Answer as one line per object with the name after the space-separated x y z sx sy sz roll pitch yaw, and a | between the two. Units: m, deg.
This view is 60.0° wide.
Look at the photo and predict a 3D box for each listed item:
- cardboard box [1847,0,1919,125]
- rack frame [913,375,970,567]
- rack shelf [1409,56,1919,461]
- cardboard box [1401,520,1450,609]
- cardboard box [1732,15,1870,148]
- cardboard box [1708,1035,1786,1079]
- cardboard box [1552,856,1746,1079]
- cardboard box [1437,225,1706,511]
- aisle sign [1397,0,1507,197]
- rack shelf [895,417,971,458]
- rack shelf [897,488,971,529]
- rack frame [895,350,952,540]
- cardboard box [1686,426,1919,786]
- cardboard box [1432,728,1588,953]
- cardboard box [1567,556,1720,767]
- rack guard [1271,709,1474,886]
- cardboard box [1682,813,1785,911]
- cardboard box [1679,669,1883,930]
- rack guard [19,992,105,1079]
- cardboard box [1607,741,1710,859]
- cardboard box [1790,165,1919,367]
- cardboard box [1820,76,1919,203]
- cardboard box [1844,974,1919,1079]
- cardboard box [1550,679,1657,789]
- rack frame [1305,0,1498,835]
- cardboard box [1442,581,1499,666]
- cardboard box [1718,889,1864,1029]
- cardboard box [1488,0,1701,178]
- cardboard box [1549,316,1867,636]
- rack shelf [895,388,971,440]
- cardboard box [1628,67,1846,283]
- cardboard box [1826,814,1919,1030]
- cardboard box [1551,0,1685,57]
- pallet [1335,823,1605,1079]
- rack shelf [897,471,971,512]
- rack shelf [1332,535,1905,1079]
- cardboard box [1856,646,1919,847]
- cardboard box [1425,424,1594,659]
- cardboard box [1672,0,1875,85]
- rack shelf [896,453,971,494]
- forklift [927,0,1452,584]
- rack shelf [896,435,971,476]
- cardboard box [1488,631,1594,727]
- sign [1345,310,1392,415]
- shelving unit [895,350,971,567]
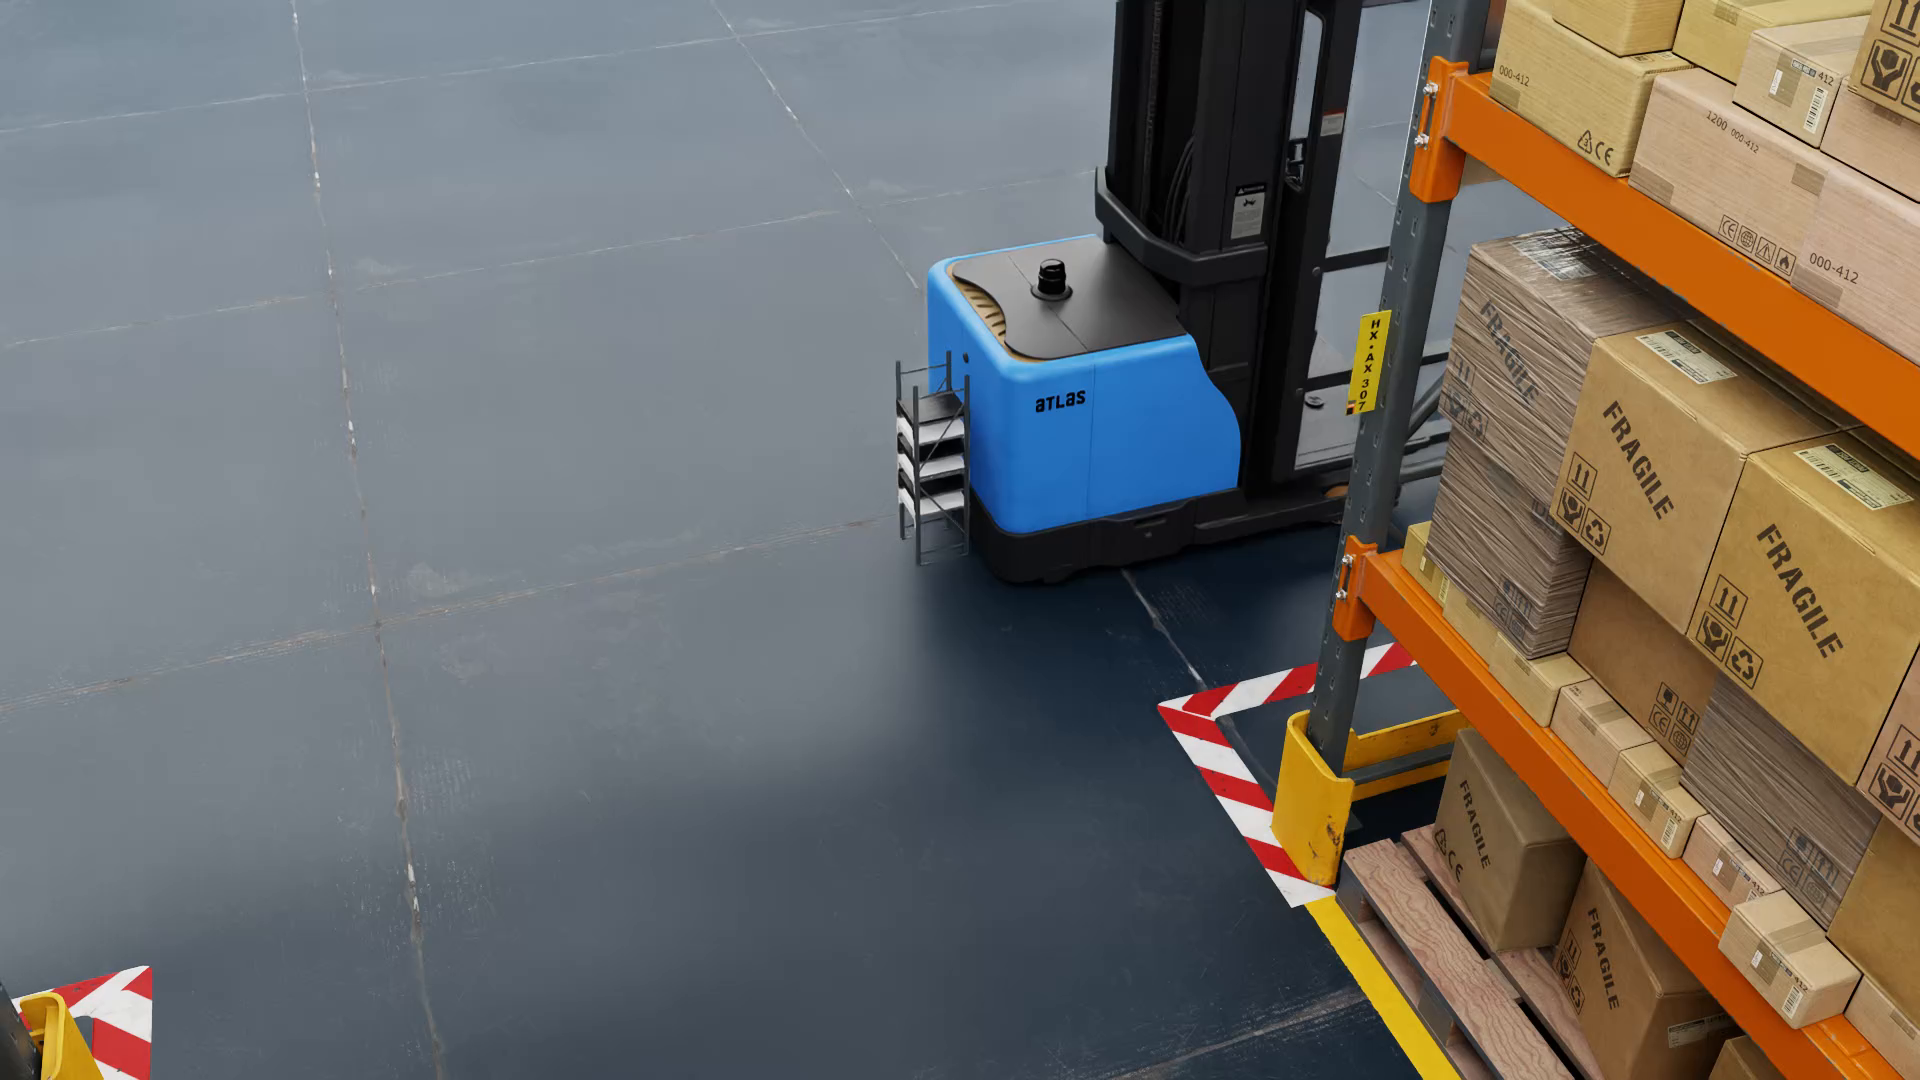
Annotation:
1.923 -0.928 2.749 0.500 0.500 0.500 -13 39 -16 | cardboard box
-0.074 -0.273 6.864 0.240 0.900 0.006 -13 39 -17 | rack frame
2.354 -0.047 2.924 1.077 0.370 4.000 -12 39 -16 | rack shelf
1.540 0.045 4.906 0.380 0.149 0.250 -12 39 -16 | cardboard box
1.771 -0.907 3.262 0.380 0.149 0.250 -11 38 -14 | cardboard box
2.300 1.609 4.349 0.500 0.500 0.500 -9 38 -12 | cardboard box
2.103 1.252 4.823 0.500 0.500 0.500 -3 37 -4 | cardboard box
1.599 -0.457 4.202 0.500 0.500 0.500 -12 39 -16 | cardboard box
1.363 -1.277 4.291 0.394 0.787 0.004 -12 39 -16 | aisle sign
-0.111 -0.447 6.851 0.258 0.077 0.200 -13 39 -17 | rack shelf
-0.111 -0.159 7.068 0.258 0.077 0.200 -13 39 -17 | rack shelf
-0.148 -0.387 7.015 0.240 0.900 0.006 -13 39 -17 | rack frame
1.938 0.109 3.450 0.500 0.500 0.500 -12 39 -16 | cardboard box
1.865 0.921 5.262 0.500 0.500 0.500 -6 37 -7 | cardboard box
2.114 0.150 4.228 0.875 0.500 0.500 -12 39 -16 | cardboard box
1.692 0.776 5.805 1.175 0.500 0.348 -12 39 -16 | rack guard
1.976 0.750 3.970 0.380 0.149 0.250 -12 39 -16 | cardboard box
2.245 0.441 3.841 0.875 0.500 0.500 -12 39 -16 | cardboard box
-3.034 1.689 4.592 1.175 0.500 0.348 -12 39 -16 | rack guard
1.865 0.614 4.150 0.380 0.149 0.250 -12 39 -16 | cardboard box
1.939 -0.507 3.062 0.500 0.250 0.500 -13 39 -16 | cardboard box
1.851 -0.769 3.078 0.380 0.149 0.250 -13 39 -16 | cardboard box
2.176 1.026 3.603 0.380 0.149 0.250 -12 39 -16 | cardboard box
1.785 0.471 4.340 0.380 0.149 0.250 -12 39 -16 | cardboard box
1.666 -0.266 5.110 1.000 3.000 0.127 -12 39 -16 | rack frame
1.608 0.190 4.713 0.380 0.149 0.250 -12 39 -16 | cardboard box
1.965 0.912 3.754 0.380 0.149 0.250 -12 39 -16 | cardboard box
1.589 -1.078 3.820 0.500 0.250 0.500 -11 38 -15 | cardboard box
1.765 -0.173 3.825 0.500 0.500 0.500 -12 39 -16 | cardboard box
-0.111 -0.519 6.797 0.258 0.077 0.200 -13 39 -17 | rack shelf
1.772 -0.788 3.435 0.500 0.250 0.500 -13 39 -17 | cardboard box
2.406 0.726 3.463 0.875 0.500 0.500 -12 39 -16 | cardboard box
1.542 -1.193 3.641 0.380 0.149 0.250 -12 39 -15 | cardboard box
1.938 1.357 5.273 1.003 0.211 1.213 -12 39 -16 | pallet
-0.111 -0.231 7.014 0.258 0.077 0.200 -13 39 -17 | rack shelf
2.354 1.151 3.826 1.077 0.370 4.000 -12 39 -16 | rack shelf
2.116 0.391 3.077 0.500 0.500 0.500 -12 39 -16 | cardboard box
1.829 -0.108 4.570 0.875 0.500 0.500 -12 39 -16 | cardboard box
1.744 -1.076 3.486 0.380 0.149 0.250 -13 39 -17 | cardboard box
-0.111 -0.303 6.960 0.258 0.077 0.200 -13 39 -17 | rack shelf
1.420 -1.528 6.843 3.031 2.935 1.130 -12 39 -16 | forklift
-0.111 -0.375 6.906 0.258 0.077 0.200 -13 39 -17 | rack shelf
1.680 0.335 4.522 0.380 0.149 0.250 -12 39 -16 | cardboard box
1.156 -0.499 4.700 0.100 0.325 0.005 -12 39 -16 | sign
-0.111 -0.330 6.940 0.258 0.900 0.210 -13 39 -17 | shelving unit
